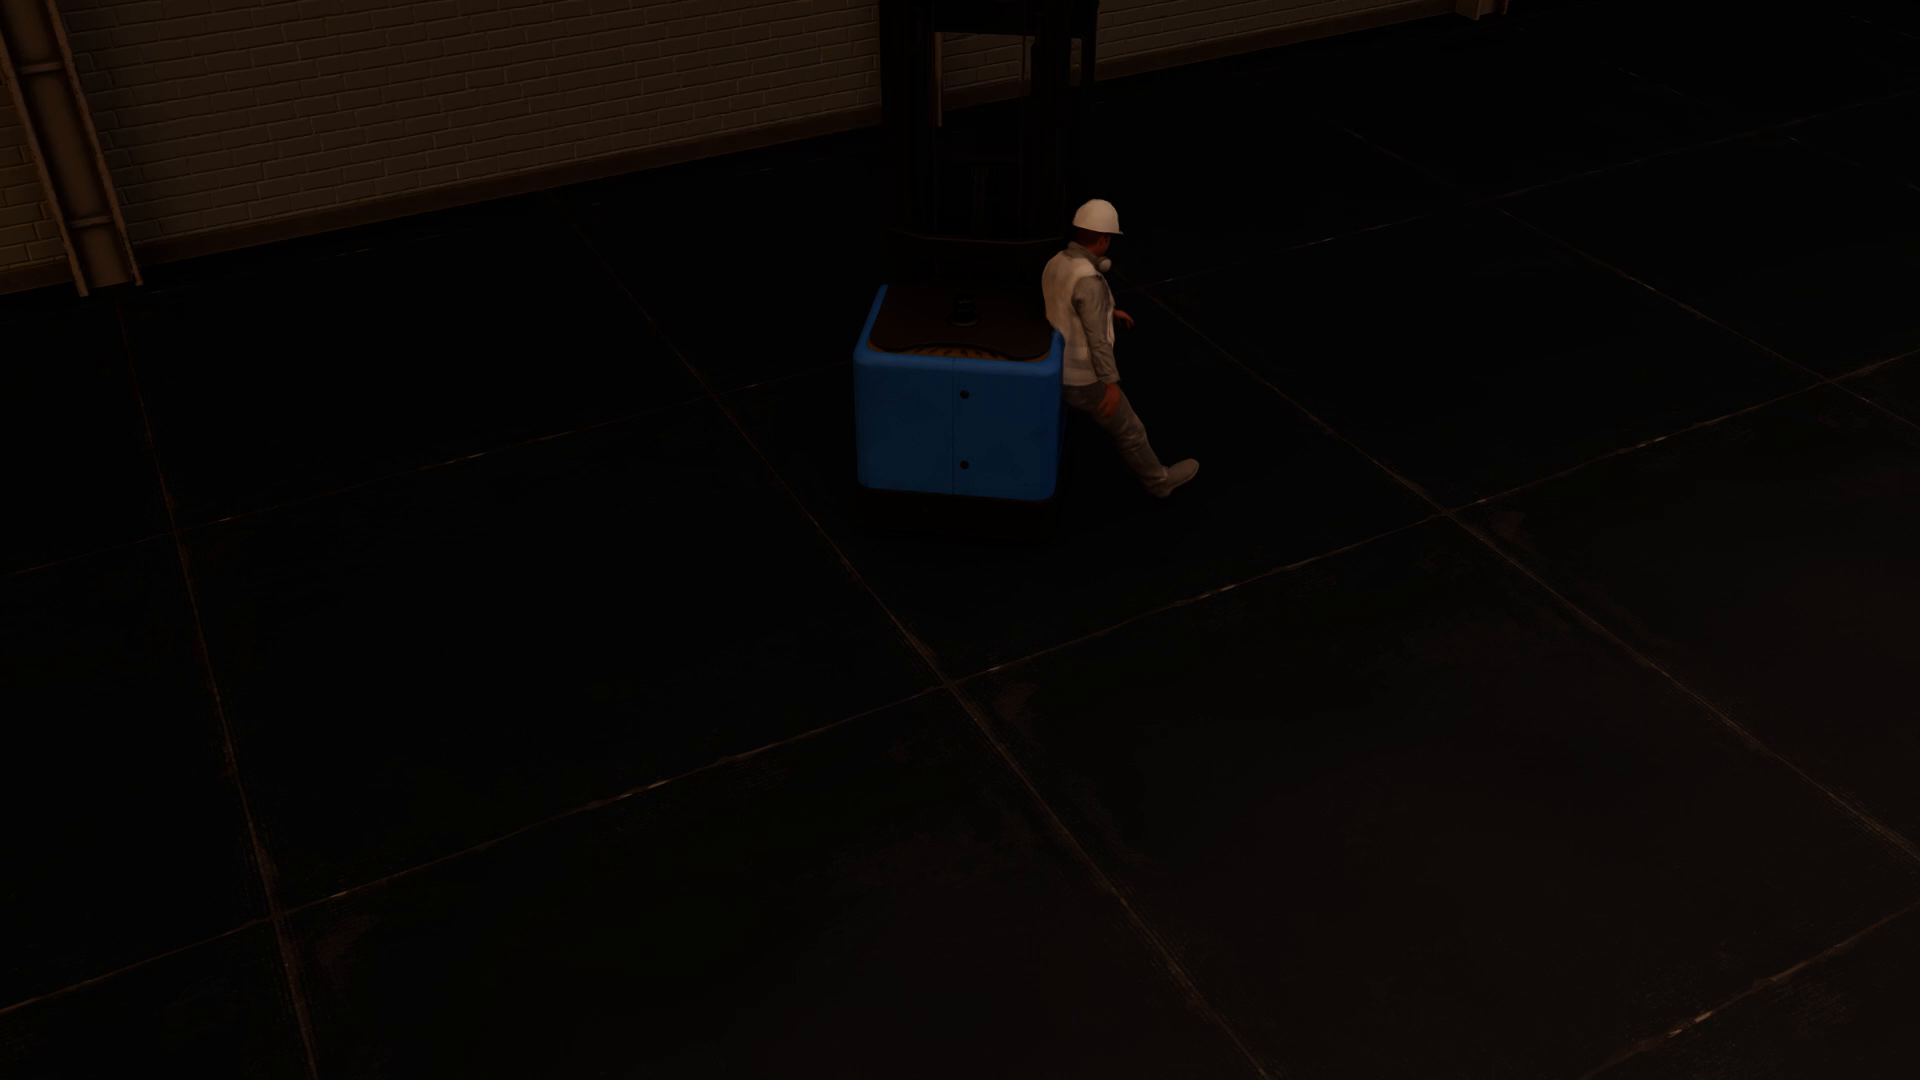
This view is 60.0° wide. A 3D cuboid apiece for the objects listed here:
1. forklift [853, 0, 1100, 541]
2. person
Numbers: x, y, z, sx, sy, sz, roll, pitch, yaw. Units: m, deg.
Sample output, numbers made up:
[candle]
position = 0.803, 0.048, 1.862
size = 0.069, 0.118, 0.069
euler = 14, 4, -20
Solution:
[forklift]
position = 0.174, -2.032, 8.997
size = 1.130, 2.935, 3.031
euler = 5, 36, 6
[person]
position = 0.769, -0.986, 8.620
size = 0.918, 1.644, 0.875
euler = -11, 37, -15
